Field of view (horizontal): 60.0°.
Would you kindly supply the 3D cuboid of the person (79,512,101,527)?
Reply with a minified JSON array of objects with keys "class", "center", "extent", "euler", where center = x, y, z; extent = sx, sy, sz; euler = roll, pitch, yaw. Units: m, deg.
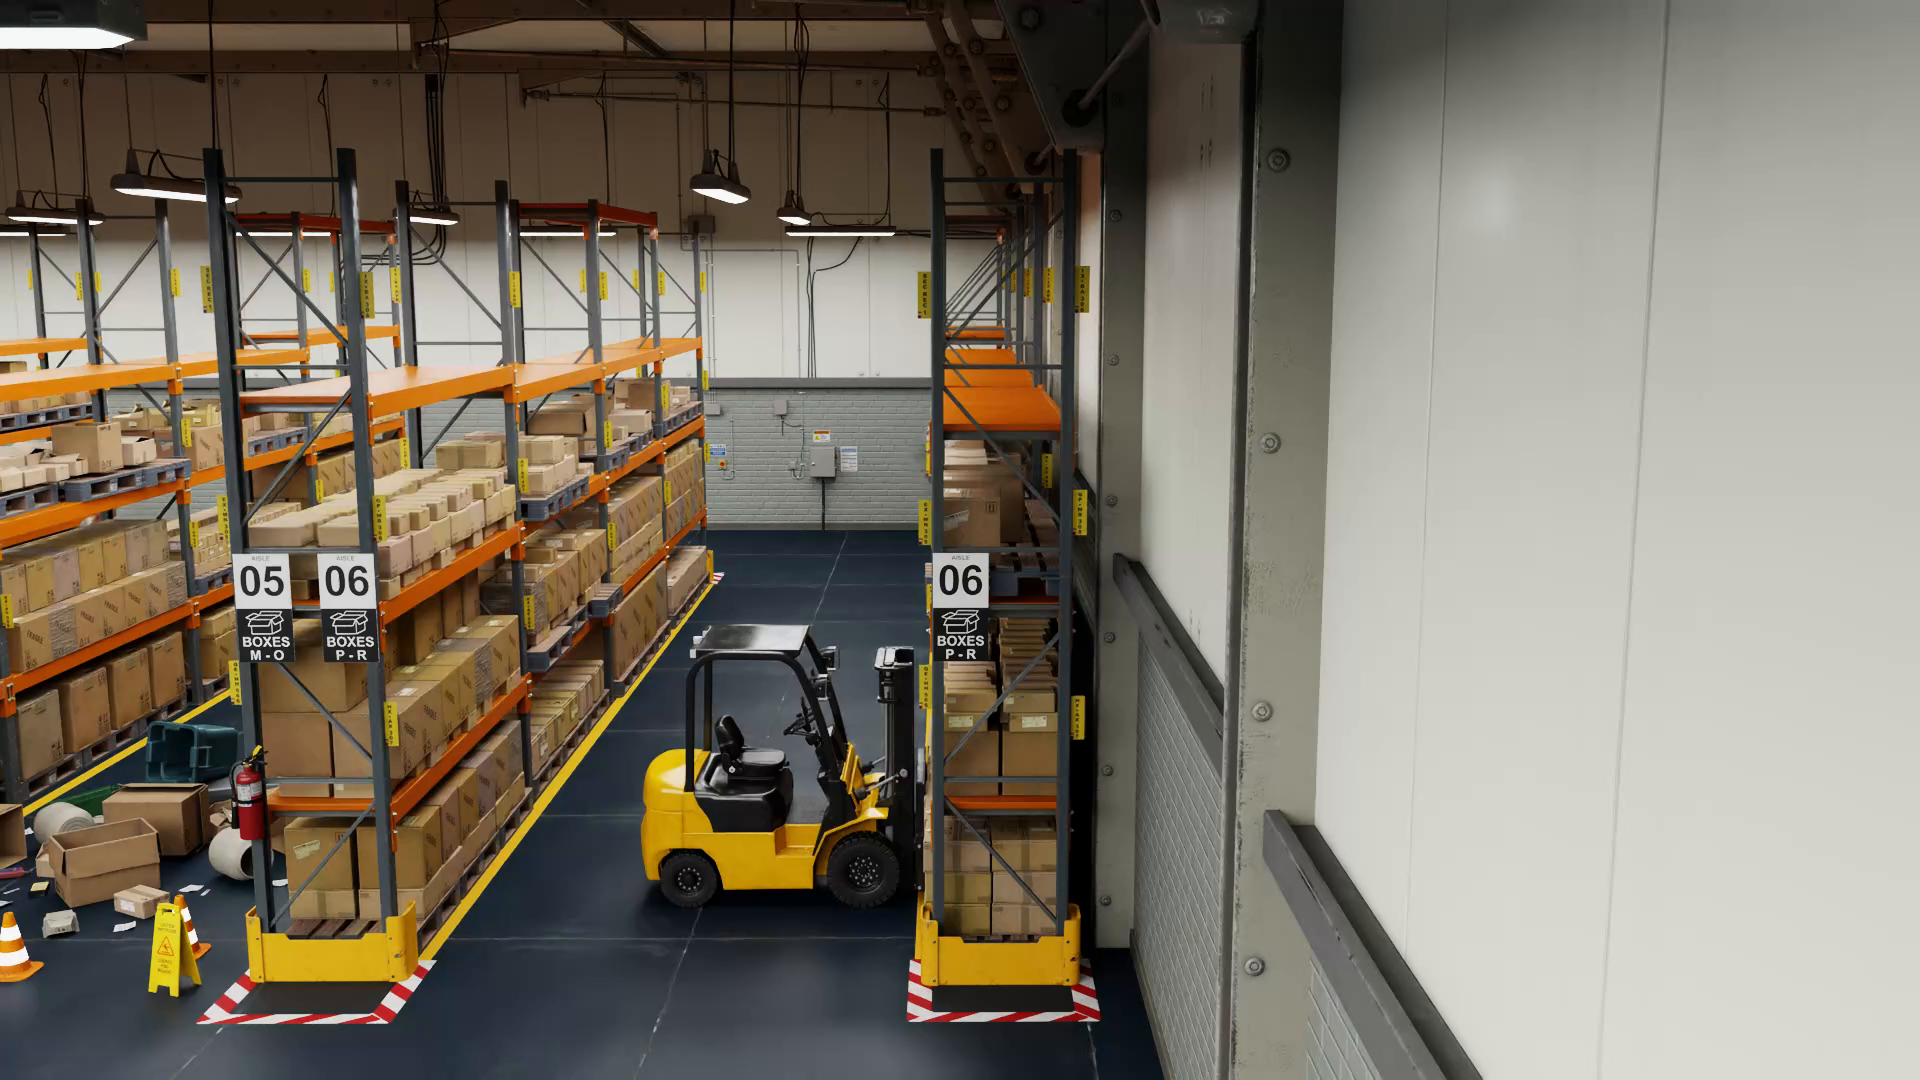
[{"class":"person","center":[-13.018,0.269,25.200],"extent":[0.642,1.789,0.884],"euler":[-1,9,-9]}]
